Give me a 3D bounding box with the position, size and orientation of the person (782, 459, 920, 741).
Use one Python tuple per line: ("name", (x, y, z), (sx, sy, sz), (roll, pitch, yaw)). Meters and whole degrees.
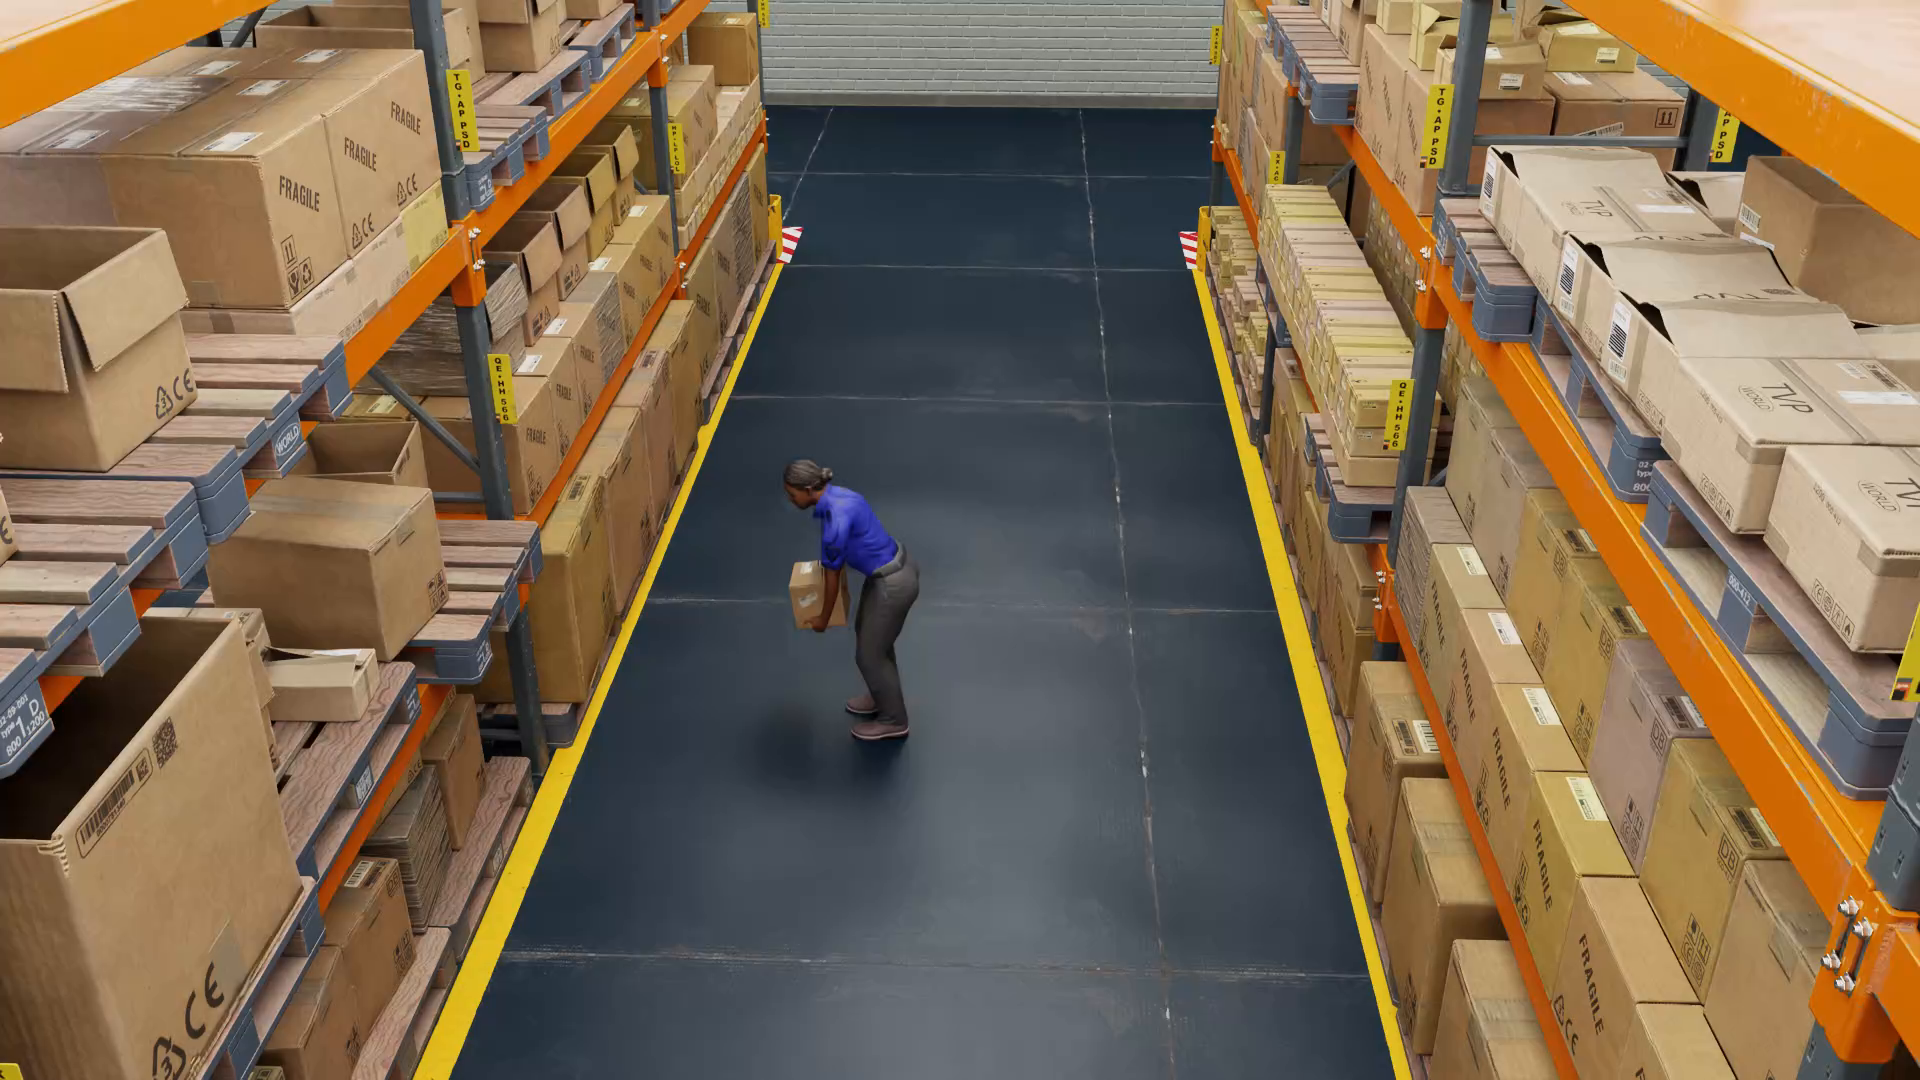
("person", (-0.526, 0.281, 8.277), (0.656, 1.502, 0.405), (0, 28, 1))
